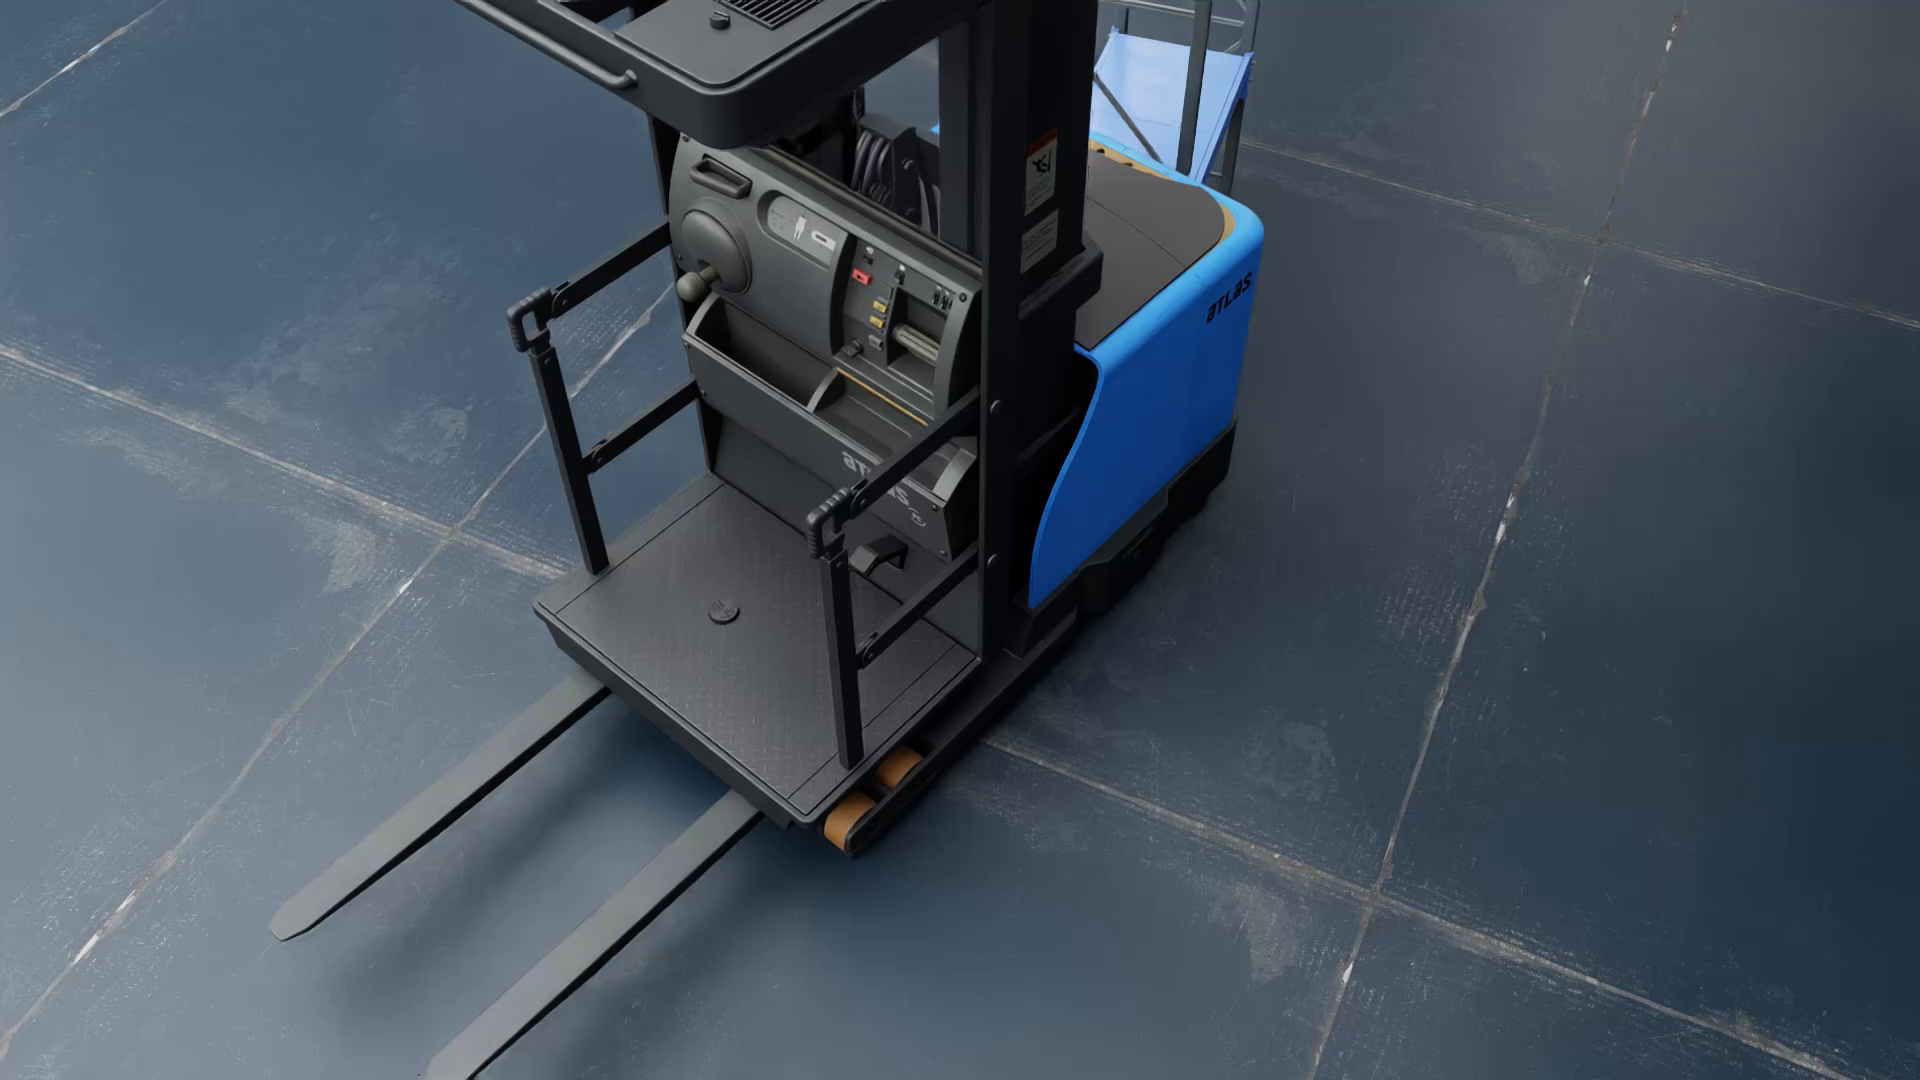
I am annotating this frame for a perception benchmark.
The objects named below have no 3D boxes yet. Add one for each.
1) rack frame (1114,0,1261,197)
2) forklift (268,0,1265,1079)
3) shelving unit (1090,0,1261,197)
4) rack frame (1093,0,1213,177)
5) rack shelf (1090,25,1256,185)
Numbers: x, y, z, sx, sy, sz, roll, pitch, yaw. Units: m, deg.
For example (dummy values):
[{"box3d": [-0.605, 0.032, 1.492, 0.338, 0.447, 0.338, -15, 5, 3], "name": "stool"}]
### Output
[{"box3d": [0.792, -1.842, 5.832, 0.500, 1.500, 0.032, 15, 51, 12], "name": "rack frame"}, {"box3d": [-0.479, -0.545, 3.790, 1.130, 2.935, 3.031, 33, 57, 25], "name": "forklift"}, {"box3d": [0.628, -1.475, 5.521, 0.538, 1.500, 1.048, 15, 51, 12], "name": "shelving unit"}, {"box3d": [0.465, -1.109, 5.209, 0.500, 1.500, 0.032, 15, 51, 12], "name": "rack frame"}, {"box3d": [0.628, -1.359, 5.658, 0.538, 0.185, 1.000, 15, 51, 12], "name": "rack shelf"}]
